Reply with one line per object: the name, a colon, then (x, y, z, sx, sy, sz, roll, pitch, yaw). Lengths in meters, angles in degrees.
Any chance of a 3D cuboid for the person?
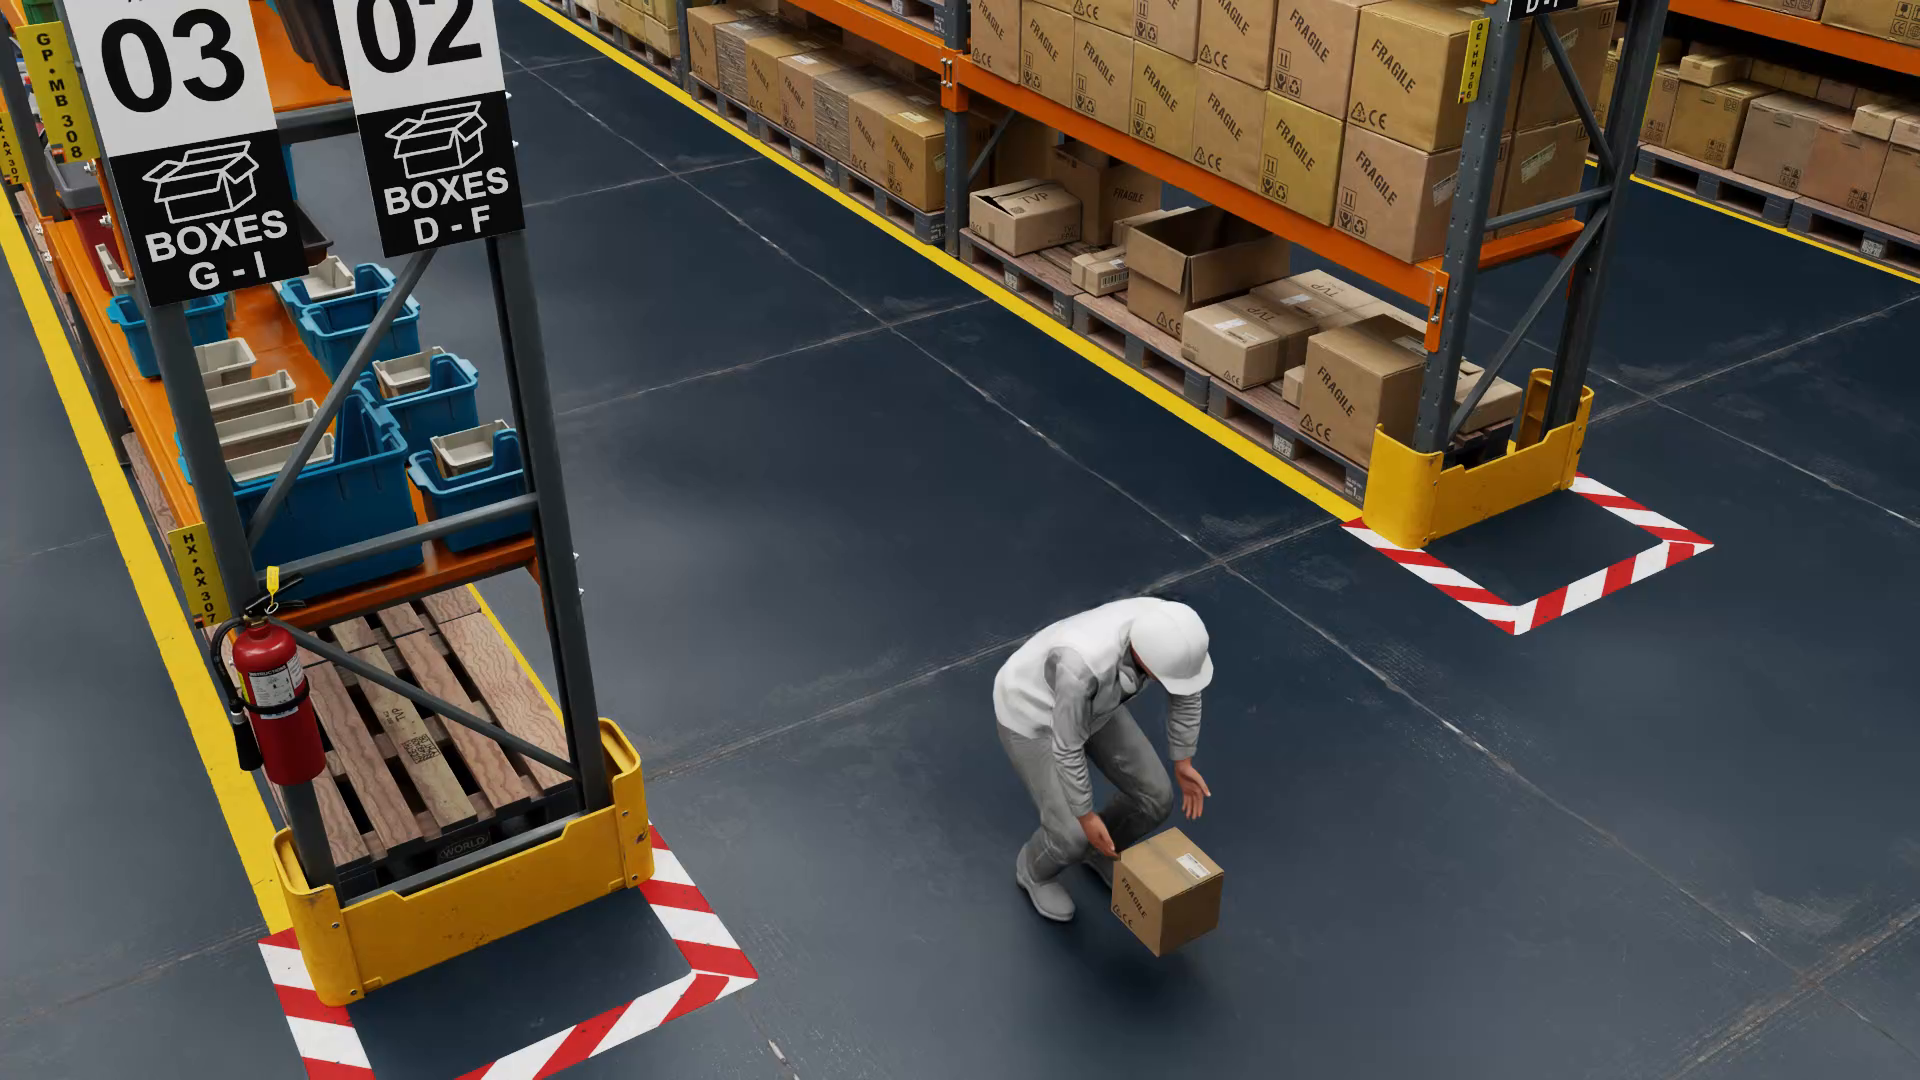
person: (0.481, 0.652, 5.472, 0.590, 1.363, 0.797, -19, 37, -27)
